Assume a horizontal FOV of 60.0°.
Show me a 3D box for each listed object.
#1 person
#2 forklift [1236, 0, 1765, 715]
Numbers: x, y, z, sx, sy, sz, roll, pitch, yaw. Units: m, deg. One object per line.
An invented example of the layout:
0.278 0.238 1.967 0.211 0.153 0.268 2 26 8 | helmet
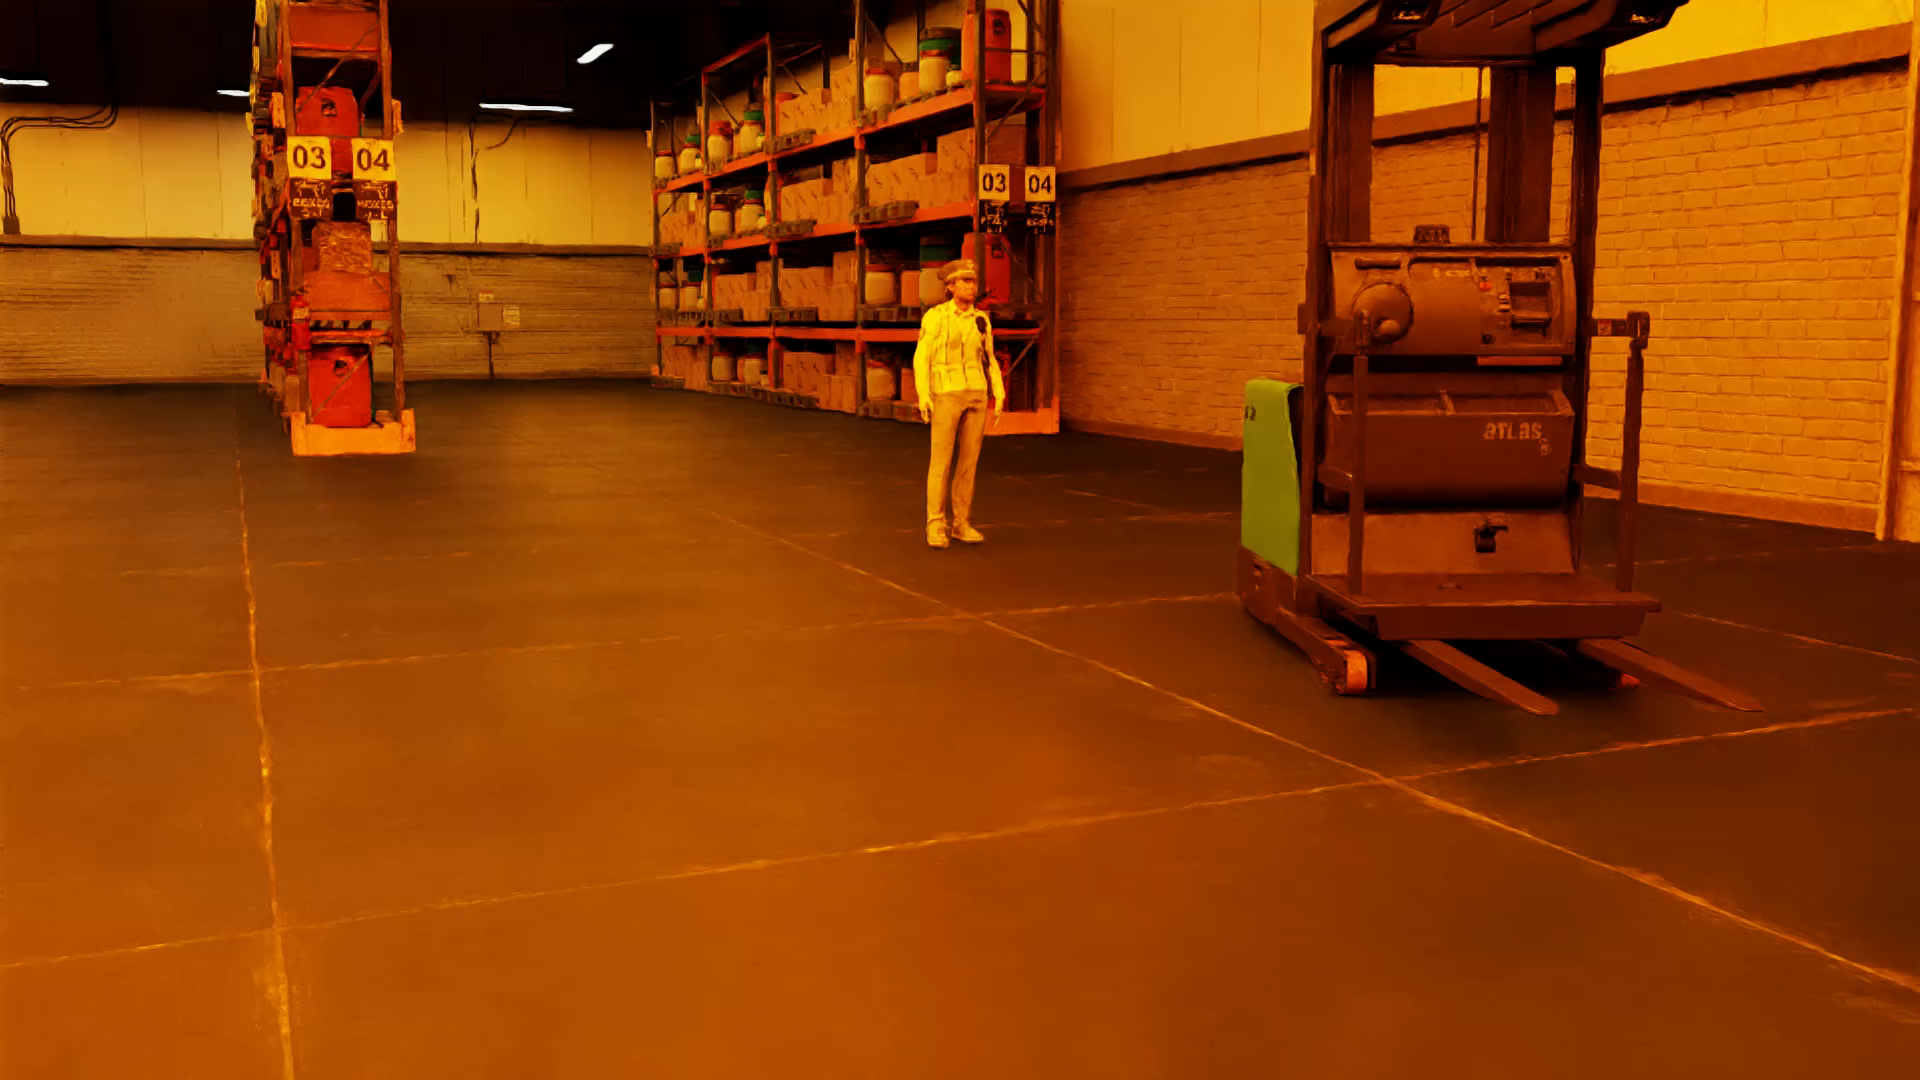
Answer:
0.020 -0.839 9.978 0.586 1.695 0.532 -3 8 -23 | person
1.881 -0.941 6.080 1.130 2.935 3.031 0 8 -4 | forklift
